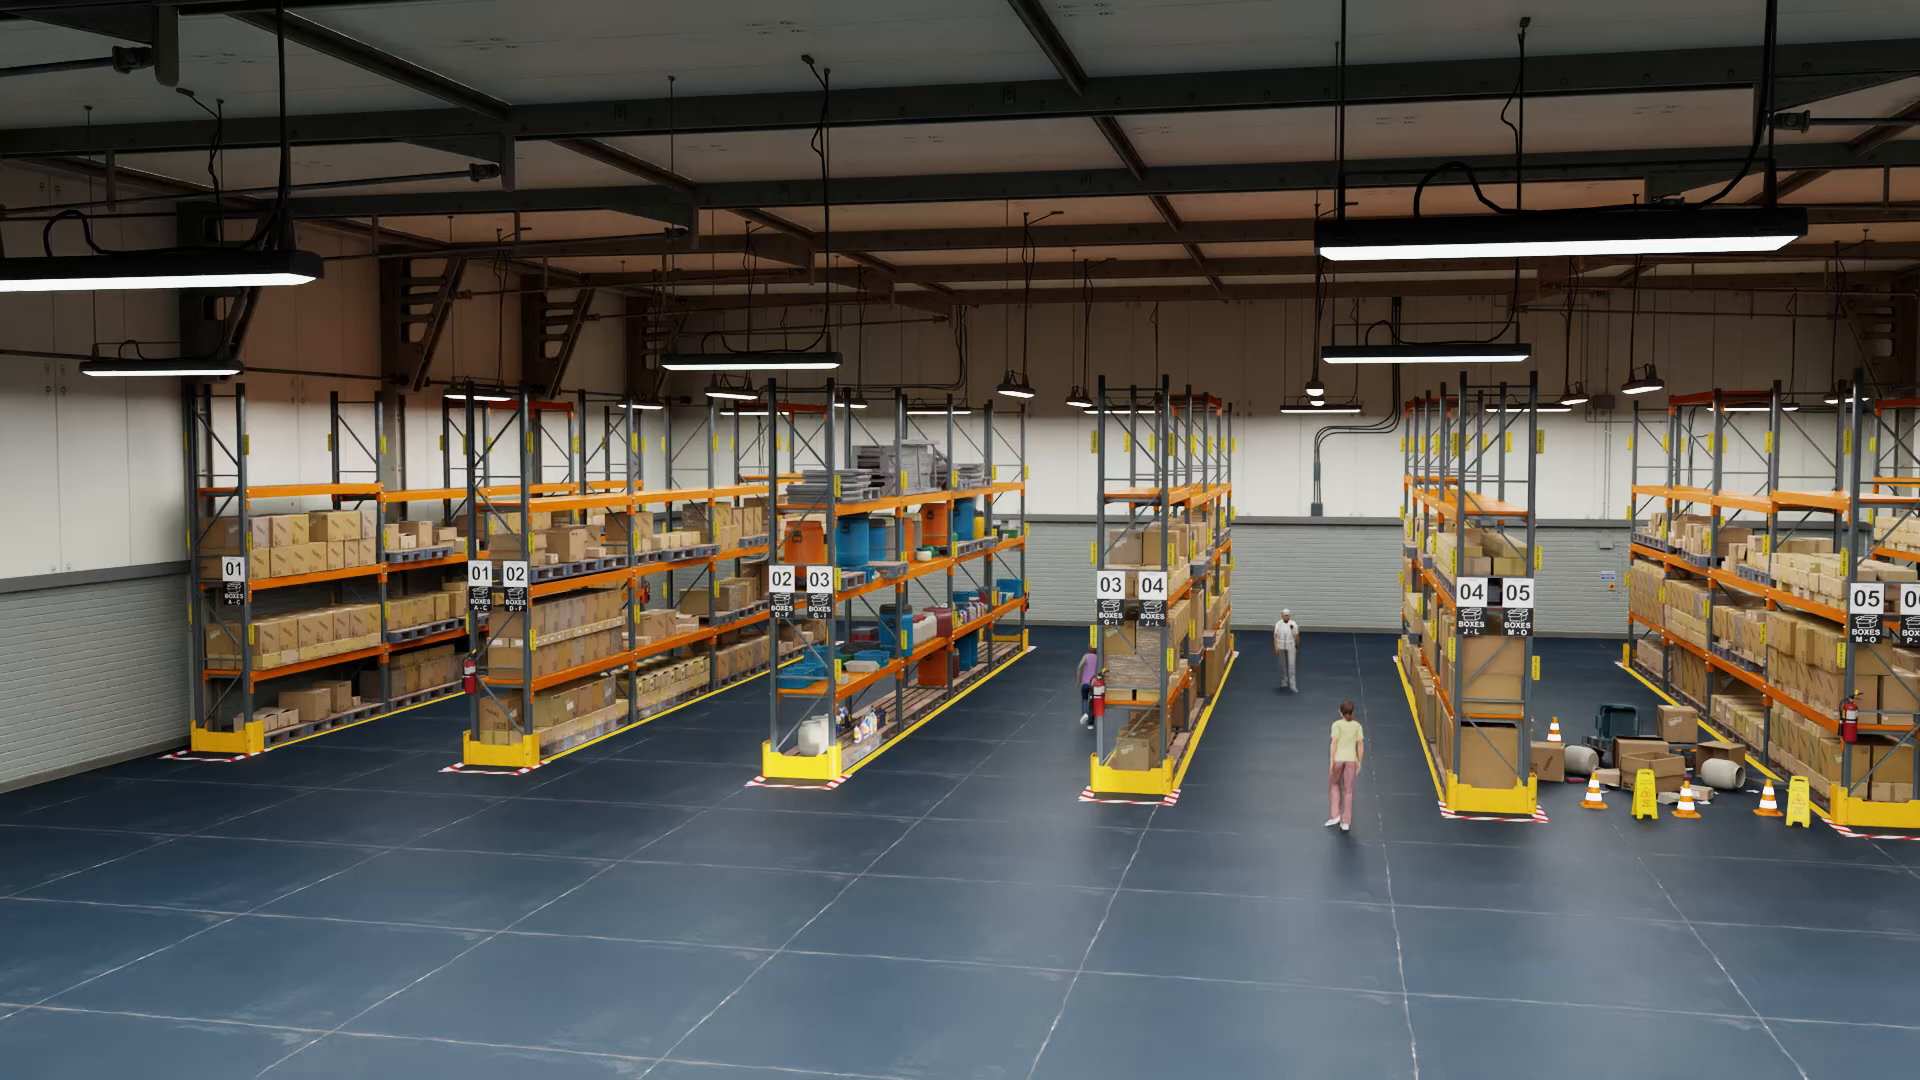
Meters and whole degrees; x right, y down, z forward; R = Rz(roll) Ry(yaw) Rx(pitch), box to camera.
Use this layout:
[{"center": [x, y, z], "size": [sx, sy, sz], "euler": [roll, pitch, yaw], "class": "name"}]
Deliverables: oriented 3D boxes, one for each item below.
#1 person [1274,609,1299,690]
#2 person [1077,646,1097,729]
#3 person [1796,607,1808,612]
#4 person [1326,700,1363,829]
[{"center": [6.688, 2.222, 34.025], "size": [0.537, 1.619, 0.926], "euler": [1, 3, 20], "class": "person"}, {"center": [2.340, 2.567, 29.569], "size": [0.513, 1.500, 0.752], "euler": [1, 3, 13], "class": "person"}, {"center": [20.368, 1.836, 40.250], "size": [1.020, 1.728, 0.584], "euler": [0, 3, -7], "class": "person"}, {"center": [5.036, 2.955, 21.698], "size": [0.459, 1.715, 0.595], "euler": [0, 3, 6], "class": "person"}]
